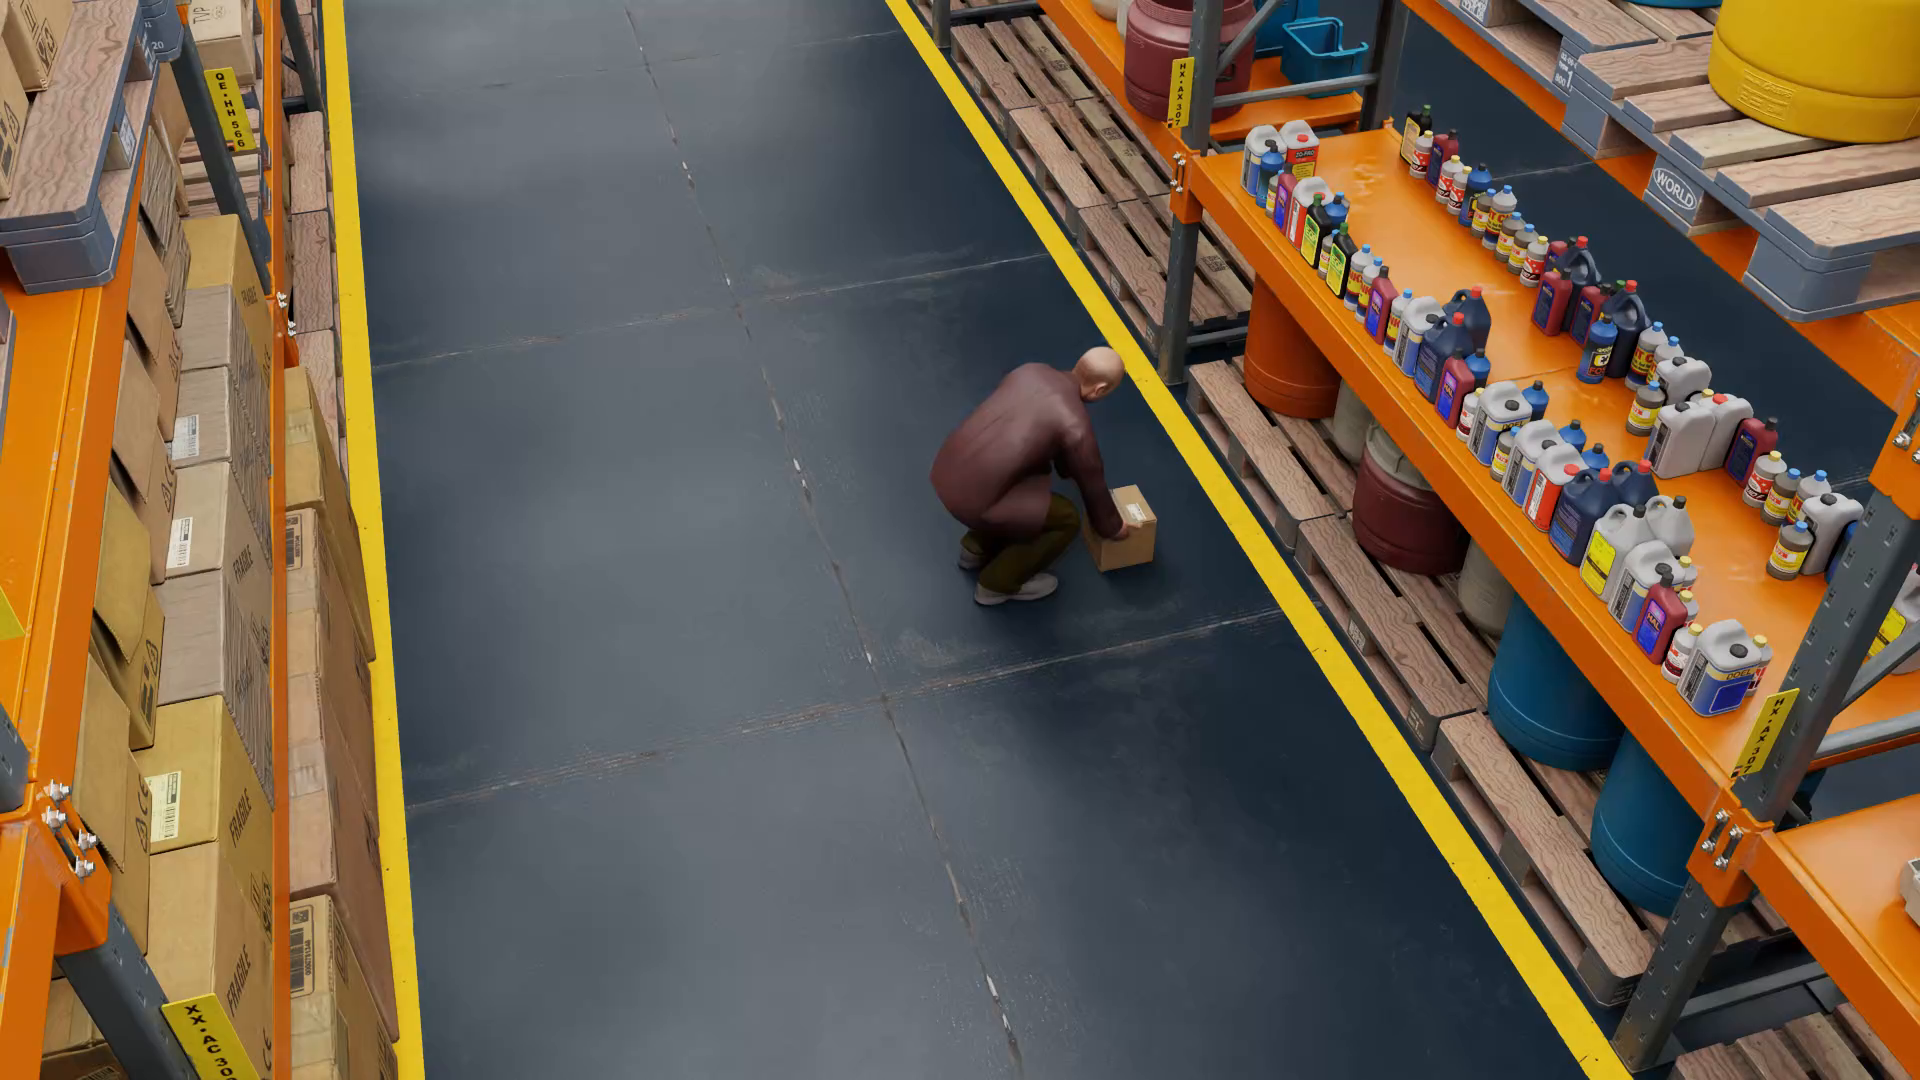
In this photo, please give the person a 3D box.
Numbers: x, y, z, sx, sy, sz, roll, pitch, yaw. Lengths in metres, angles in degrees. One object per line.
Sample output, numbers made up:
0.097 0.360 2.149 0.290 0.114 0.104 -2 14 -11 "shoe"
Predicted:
0.298 -0.278 7.028 0.880 1.054 0.614 -12 43 -13 "person"
